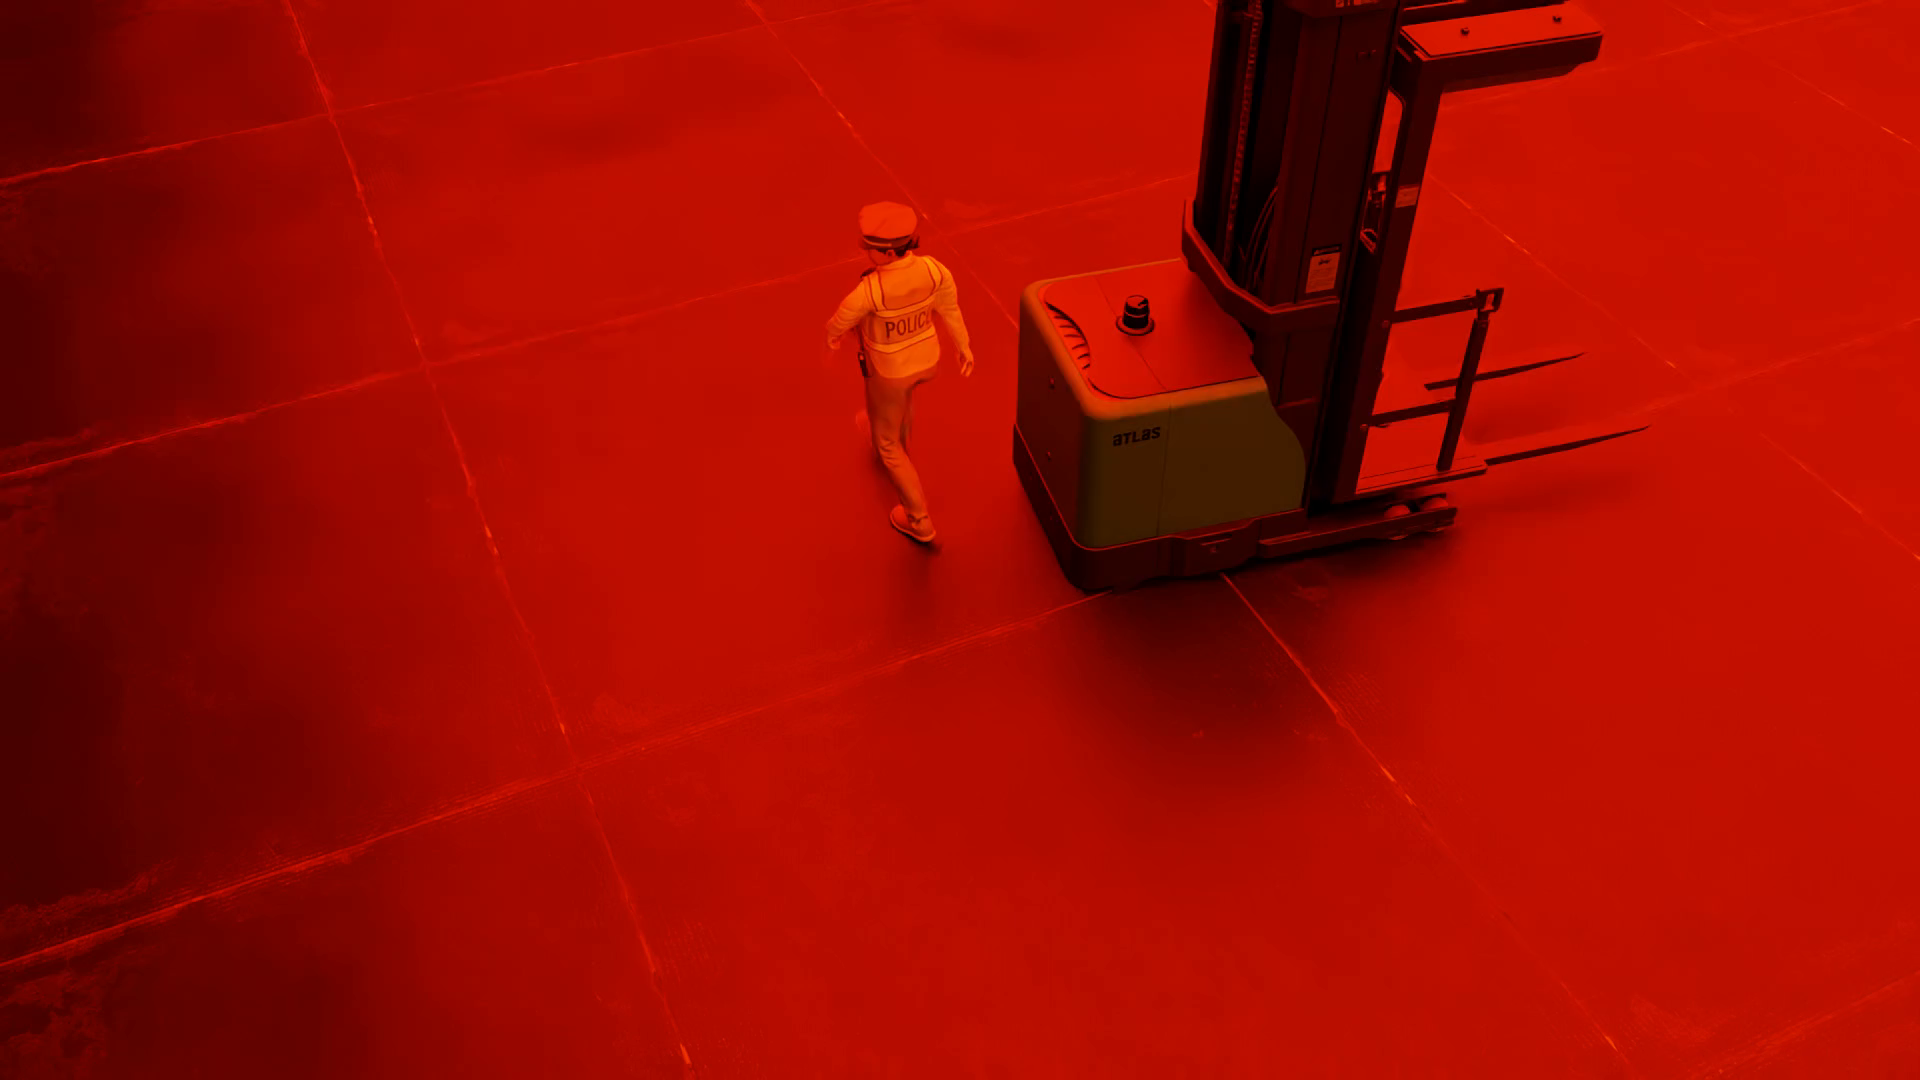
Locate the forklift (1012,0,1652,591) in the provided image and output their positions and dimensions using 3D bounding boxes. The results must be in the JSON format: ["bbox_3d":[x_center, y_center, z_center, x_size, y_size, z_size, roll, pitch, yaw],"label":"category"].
[{"bbox_3d":[1.832,-1.409,7.190,3.031,2.935,1.130,-11,44,-12],"label":"forklift"}]

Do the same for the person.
[{"bbox_3d":[-0.272,-0.849,7.578,0.608,1.605,0.839,-30,51,-28],"label":"person"}]
